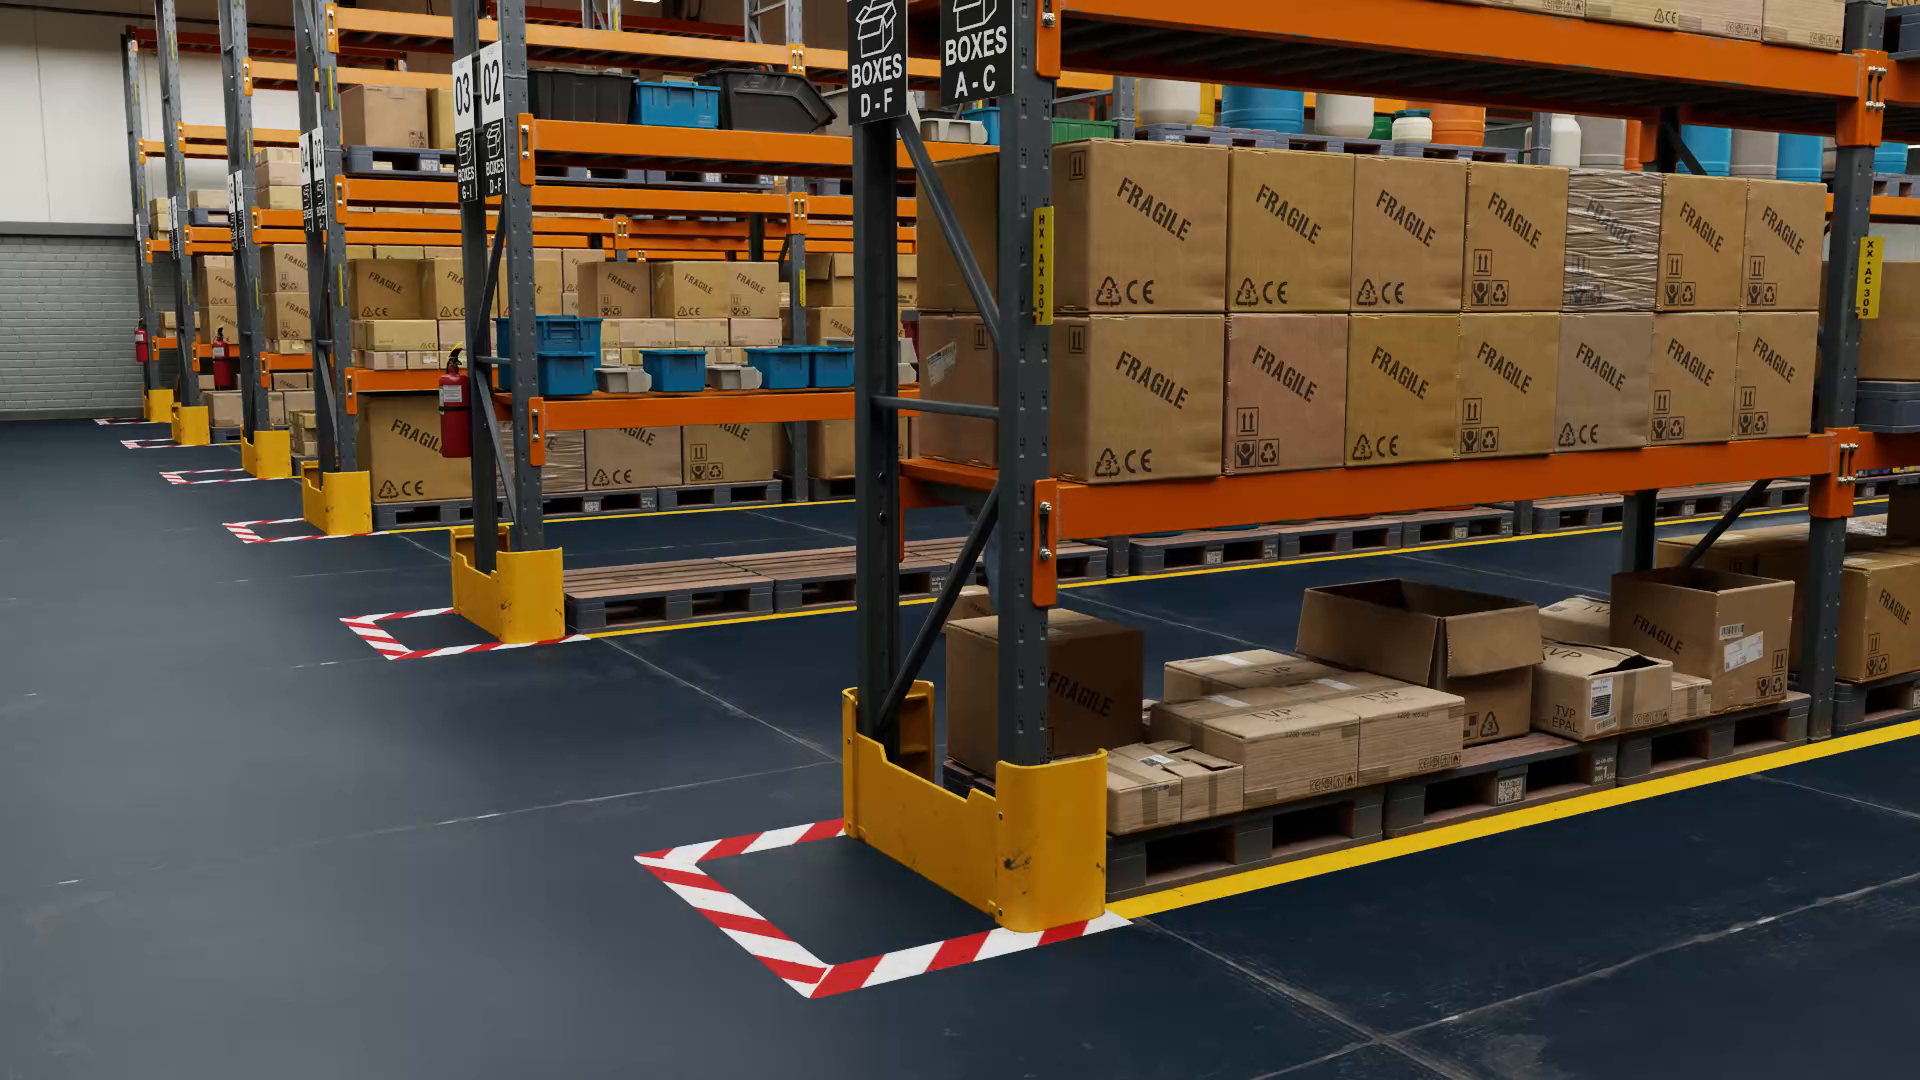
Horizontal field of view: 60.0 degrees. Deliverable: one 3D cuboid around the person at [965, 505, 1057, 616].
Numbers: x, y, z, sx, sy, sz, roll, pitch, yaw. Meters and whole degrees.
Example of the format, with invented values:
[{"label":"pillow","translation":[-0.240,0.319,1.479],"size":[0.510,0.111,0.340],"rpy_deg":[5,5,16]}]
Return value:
[{"label":"person","translation":[0.299,-0.280,8.758],"size":[0.573,1.751,0.384],"rpy_deg":[-5,9,-30]}]
